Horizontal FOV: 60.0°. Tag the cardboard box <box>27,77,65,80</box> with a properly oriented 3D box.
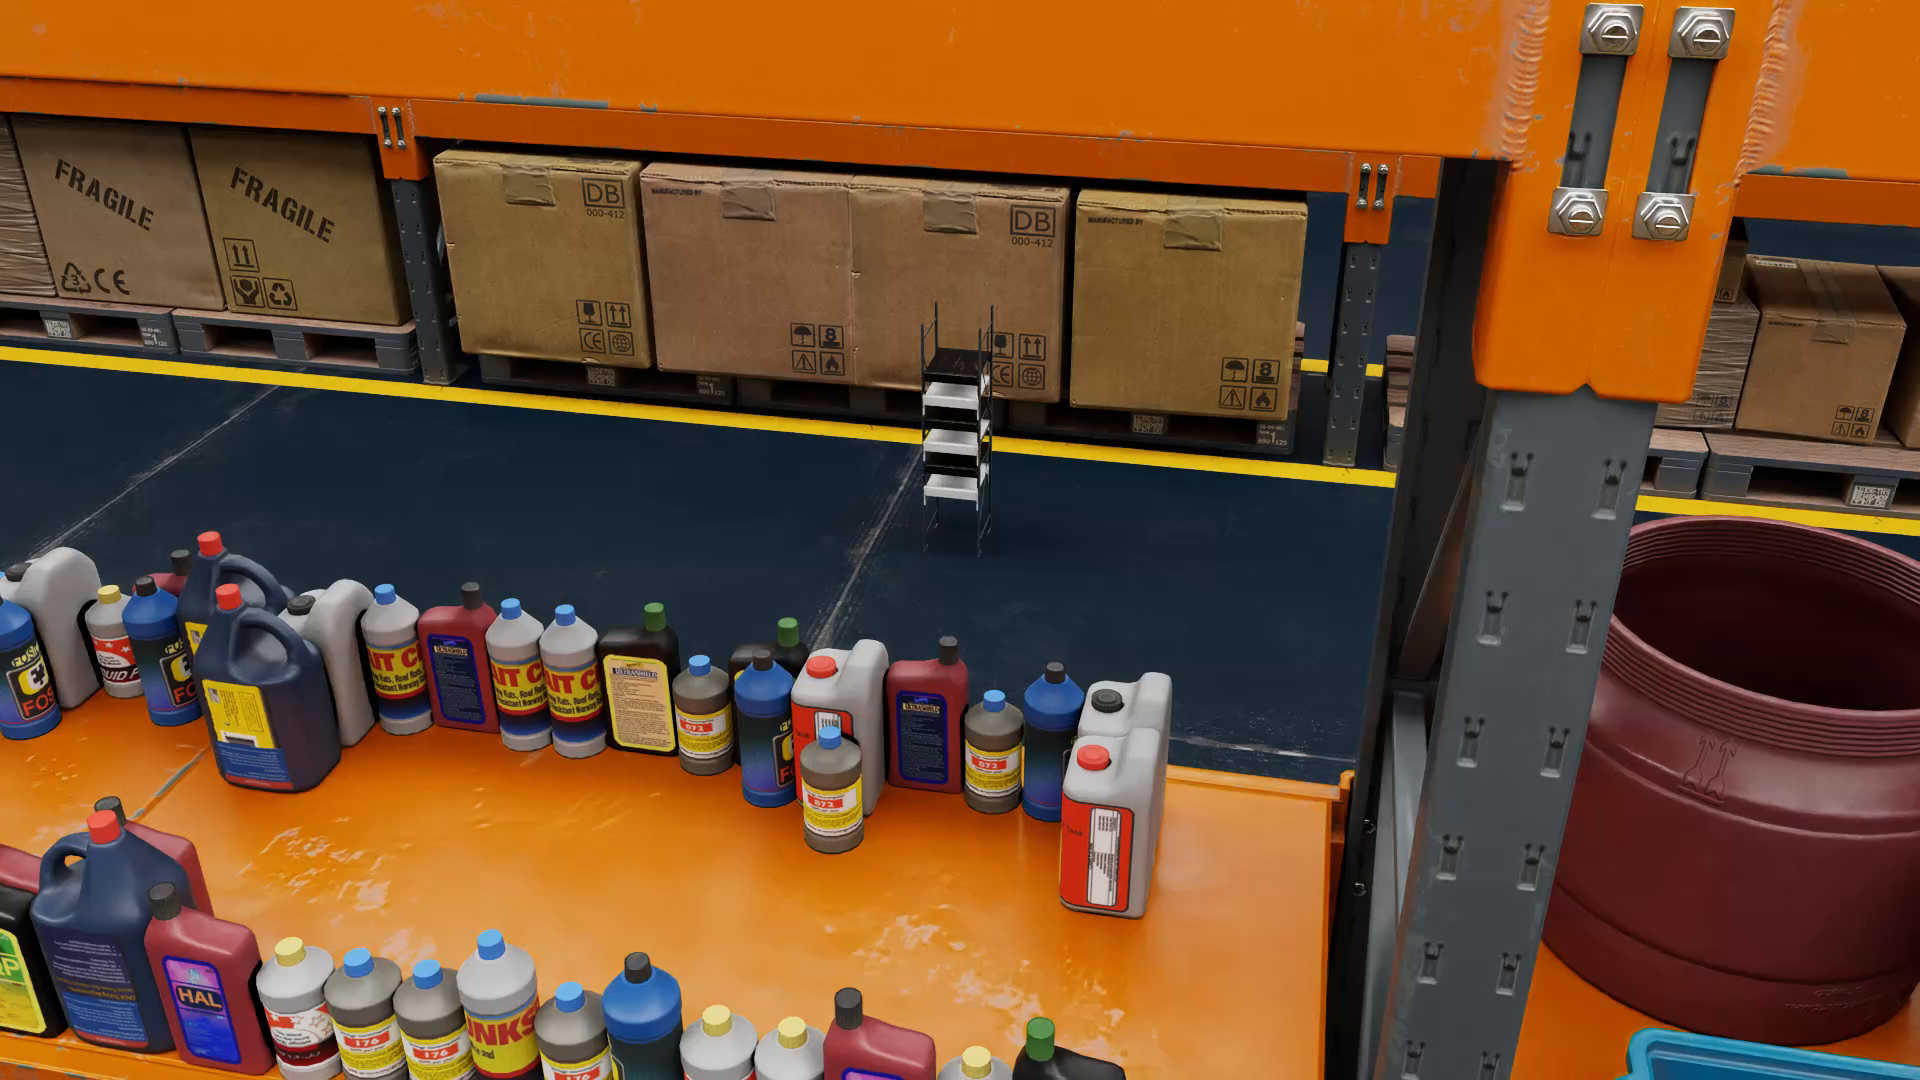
[{"bbox_3d":[-3.887,-2.142,7.300,0.250,0.149,0.380,5,29,10],"label":"cardboard box"}]

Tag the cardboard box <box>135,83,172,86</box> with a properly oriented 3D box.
[{"bbox_3d":[-3.385,-2.091,7.207,0.250,0.149,0.380,6,29,12],"label":"cardboard box"}]

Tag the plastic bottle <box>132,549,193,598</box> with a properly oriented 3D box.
[{"bbox_3d":[-1.401,0.144,2.985,0.133,0.283,0.061,6,29,11],"label":"plastic bottle"}]

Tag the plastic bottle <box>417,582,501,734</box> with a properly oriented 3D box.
[{"bbox_3d":[-0.863,0.199,2.884,0.133,0.283,0.061,6,29,11],"label":"plastic bottle"}]

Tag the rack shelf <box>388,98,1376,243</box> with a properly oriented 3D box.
[{"bbox_3d":[-0.308,-1.731,7.037,4.000,0.370,1.077,6,29,11],"label":"rack shelf"}]

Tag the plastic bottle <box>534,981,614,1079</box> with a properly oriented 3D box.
[{"bbox_3d":[-0.491,0.655,2.137,0.097,0.201,0.097,0,29,0],"label":"plastic bottle"}]

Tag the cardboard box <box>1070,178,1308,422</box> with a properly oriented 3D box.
[{"bbox_3d":[0.977,-1.177,7.051,0.875,0.875,1.225,5,29,8],"label":"cardboard box"}]

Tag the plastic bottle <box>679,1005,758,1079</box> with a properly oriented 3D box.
[{"bbox_3d":[-0.301,0.674,2.102,0.097,0.201,0.097,0,29,0],"label":"plastic bottle"}]

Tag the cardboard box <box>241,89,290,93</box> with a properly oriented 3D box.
[{"bbox_3d":[-2.883,-2.039,7.112,0.250,0.149,0.380,6,29,12],"label":"cardboard box"}]

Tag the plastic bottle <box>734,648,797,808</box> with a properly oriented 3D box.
[{"bbox_3d":[-0.315,0.299,2.714,0.097,0.271,0.097,0,29,0],"label":"plastic bottle"}]

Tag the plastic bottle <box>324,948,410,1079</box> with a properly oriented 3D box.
[{"bbox_3d":[-0.777,0.626,2.191,0.097,0.201,0.097,0,29,0],"label":"plastic bottle"}]

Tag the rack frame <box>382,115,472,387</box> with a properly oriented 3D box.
[{"bbox_3d":[-2.264,-2.247,7.230,0.127,3.000,1.000,6,29,11],"label":"rack frame"}]

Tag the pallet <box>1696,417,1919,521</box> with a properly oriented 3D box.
[{"bbox_3d":[3.601,-0.420,6.797,1.213,0.211,1.003,6,29,11],"label":"pallet"}]

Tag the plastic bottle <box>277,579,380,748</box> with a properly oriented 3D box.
[{"bbox_3d":[-1.098,0.201,2.889,0.135,0.276,0.152,6,29,11],"label":"plastic bottle"}]

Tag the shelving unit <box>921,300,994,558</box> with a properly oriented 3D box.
[{"bbox_3d":[-0.008,-0.396,6.035,0.210,0.900,0.258,6,29,11],"label":"shelving unit"}]

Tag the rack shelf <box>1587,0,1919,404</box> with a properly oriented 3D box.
[{"bbox_3d":[2.570,-0.319,1.335,4.000,0.370,1.077,6,29,11],"label":"rack shelf"}]

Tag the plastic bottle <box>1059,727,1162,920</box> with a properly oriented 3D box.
[{"bbox_3d":[0.226,0.411,2.505,0.135,0.276,0.152,6,29,11],"label":"plastic bottle"}]

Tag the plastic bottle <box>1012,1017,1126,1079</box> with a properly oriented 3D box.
[{"bbox_3d":[0.129,0.691,1.985,0.133,0.283,0.061,6,29,11],"label":"plastic bottle"}]

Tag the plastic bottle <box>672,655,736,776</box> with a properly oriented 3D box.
[{"bbox_3d":[-0.433,0.288,2.807,0.097,0.201,0.097,0,29,0],"label":"plastic bottle"}]

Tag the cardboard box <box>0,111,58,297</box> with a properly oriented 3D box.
[{"bbox_3d":[-4.643,-1.782,8.157,0.875,0.875,0.875,6,29,11],"label":"cardboard box"}]

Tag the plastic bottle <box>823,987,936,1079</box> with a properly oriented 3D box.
[{"bbox_3d":[-0.097,0.668,2.027,0.133,0.283,0.061,6,29,11],"label":"plastic bottle"}]

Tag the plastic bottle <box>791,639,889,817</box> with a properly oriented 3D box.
[{"bbox_3d":[-0.194,0.293,2.720,0.135,0.276,0.152,6,29,11],"label":"plastic bottle"}]

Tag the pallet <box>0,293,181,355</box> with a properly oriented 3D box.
[{"bbox_3d":[-4.188,-1.258,8.328,1.213,0.211,1.003,6,29,11],"label":"pallet"}]

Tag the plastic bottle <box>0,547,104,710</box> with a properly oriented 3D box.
[{"bbox_3d":[-1.636,0.145,2.990,0.135,0.276,0.152,6,29,11],"label":"plastic bottle"}]

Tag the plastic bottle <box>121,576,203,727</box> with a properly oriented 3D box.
[{"bbox_3d":[-1.399,0.188,2.917,0.097,0.271,0.097,0,29,0],"label":"plastic bottle"}]

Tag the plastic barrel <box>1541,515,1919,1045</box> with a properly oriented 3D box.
[{"bbox_3d":[1.131,0.325,2.391,0.708,0.536,0.600,6,29,11],"label":"plastic barrel"}]

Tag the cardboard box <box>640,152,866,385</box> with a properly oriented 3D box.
[{"bbox_3d":[-0.760,-1.355,7.377,0.875,0.875,1.225,5,29,9],"label":"cardboard box"}]

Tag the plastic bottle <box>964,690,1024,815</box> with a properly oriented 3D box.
[{"bbox_3d":[0.055,0.338,2.716,0.097,0.201,0.097,0,29,0],"label":"plastic bottle"}]

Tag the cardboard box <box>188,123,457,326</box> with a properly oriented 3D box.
[{"bbox_3d":[-2.893,-1.603,7.829,0.875,0.875,0.875,6,29,11],"label":"cardboard box"}]

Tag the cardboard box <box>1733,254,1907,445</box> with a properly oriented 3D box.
[{"bbox_3d":[3.408,-0.781,6.698,0.500,0.500,0.700,8,30,15],"label":"cardboard box"}]

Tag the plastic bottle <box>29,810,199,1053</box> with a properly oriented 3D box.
[{"bbox_3d":[-1.136,0.512,2.243,0.185,0.351,0.144,6,29,11],"label":"plastic bottle"}]

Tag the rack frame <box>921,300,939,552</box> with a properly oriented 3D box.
[{"bbox_3d":[-0.107,-0.406,6.054,0.006,0.900,0.240,6,29,11],"label":"rack frame"}]

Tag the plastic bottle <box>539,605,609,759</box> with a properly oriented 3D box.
[{"bbox_3d":[-0.658,0.234,2.832,0.097,0.271,0.097,0,29,0],"label":"plastic bottle"}]

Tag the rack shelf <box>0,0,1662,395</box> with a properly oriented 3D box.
[{"bbox_3d":[-1.342,-0.720,2.068,4.000,0.370,1.077,6,29,11],"label":"rack shelf"}]

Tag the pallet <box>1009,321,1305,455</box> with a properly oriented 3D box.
[{"bbox_3d":[0.893,-0.737,7.376,1.213,0.211,1.003,6,29,11],"label":"pallet"}]

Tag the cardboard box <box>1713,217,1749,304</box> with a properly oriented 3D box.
[{"bbox_3d":[2.830,-1.170,6.627,0.500,0.250,0.500,9,30,16],"label":"cardboard box"}]

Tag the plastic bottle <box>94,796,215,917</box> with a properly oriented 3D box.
[{"bbox_3d":[-1.139,0.491,2.352,0.133,0.283,0.061,6,29,11],"label":"plastic bottle"}]

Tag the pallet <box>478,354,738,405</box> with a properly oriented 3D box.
[{"bbox_3d":[-1.494,-0.982,7.823,1.213,0.211,1.003,6,29,11],"label":"pallet"}]

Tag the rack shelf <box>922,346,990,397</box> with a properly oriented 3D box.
[{"bbox_3d":[-0.008,-0.603,5.922,0.200,0.077,0.258,6,29,11],"label":"rack shelf"}]

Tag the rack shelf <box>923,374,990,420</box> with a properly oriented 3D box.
[{"bbox_3d":[-0.008,-0.524,5.965,0.200,0.077,0.258,6,29,11],"label":"rack shelf"}]

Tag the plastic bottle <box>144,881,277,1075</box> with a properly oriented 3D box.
[{"bbox_3d":[-0.989,0.577,2.194,0.133,0.283,0.061,6,29,11],"label":"plastic bottle"}]

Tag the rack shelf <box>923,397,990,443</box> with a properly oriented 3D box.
[{"bbox_3d":[-0.008,-0.445,6.008,0.200,0.077,0.258,6,29,11],"label":"rack shelf"}]

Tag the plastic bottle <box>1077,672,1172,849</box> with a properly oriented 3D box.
[{"bbox_3d":[0.258,0.340,2.635,0.135,0.276,0.152,6,29,11],"label":"plastic bottle"}]
